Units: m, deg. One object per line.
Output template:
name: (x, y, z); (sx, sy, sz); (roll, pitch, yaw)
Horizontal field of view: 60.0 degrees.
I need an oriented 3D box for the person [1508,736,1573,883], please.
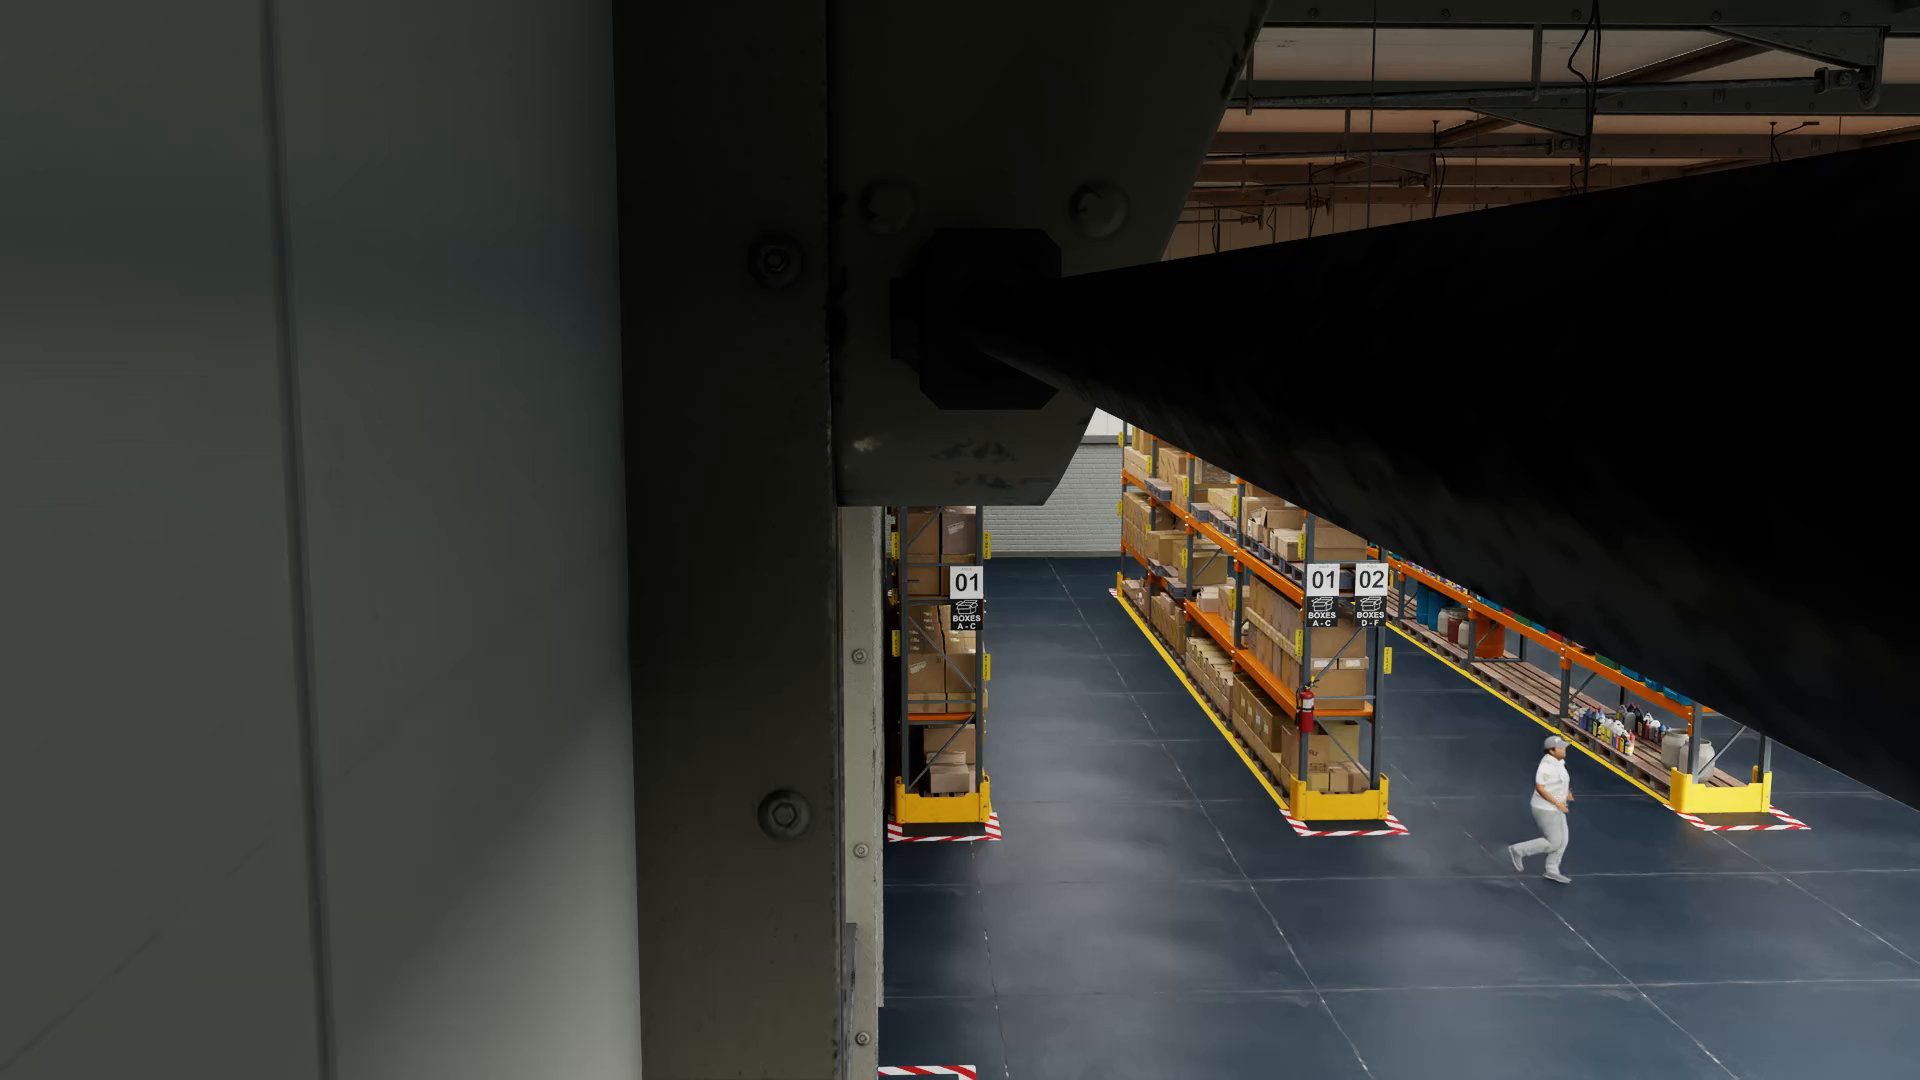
person: (6.472, 2.962, 18.434); (0.654, 1.652, 0.608); (4, 9, 27)
